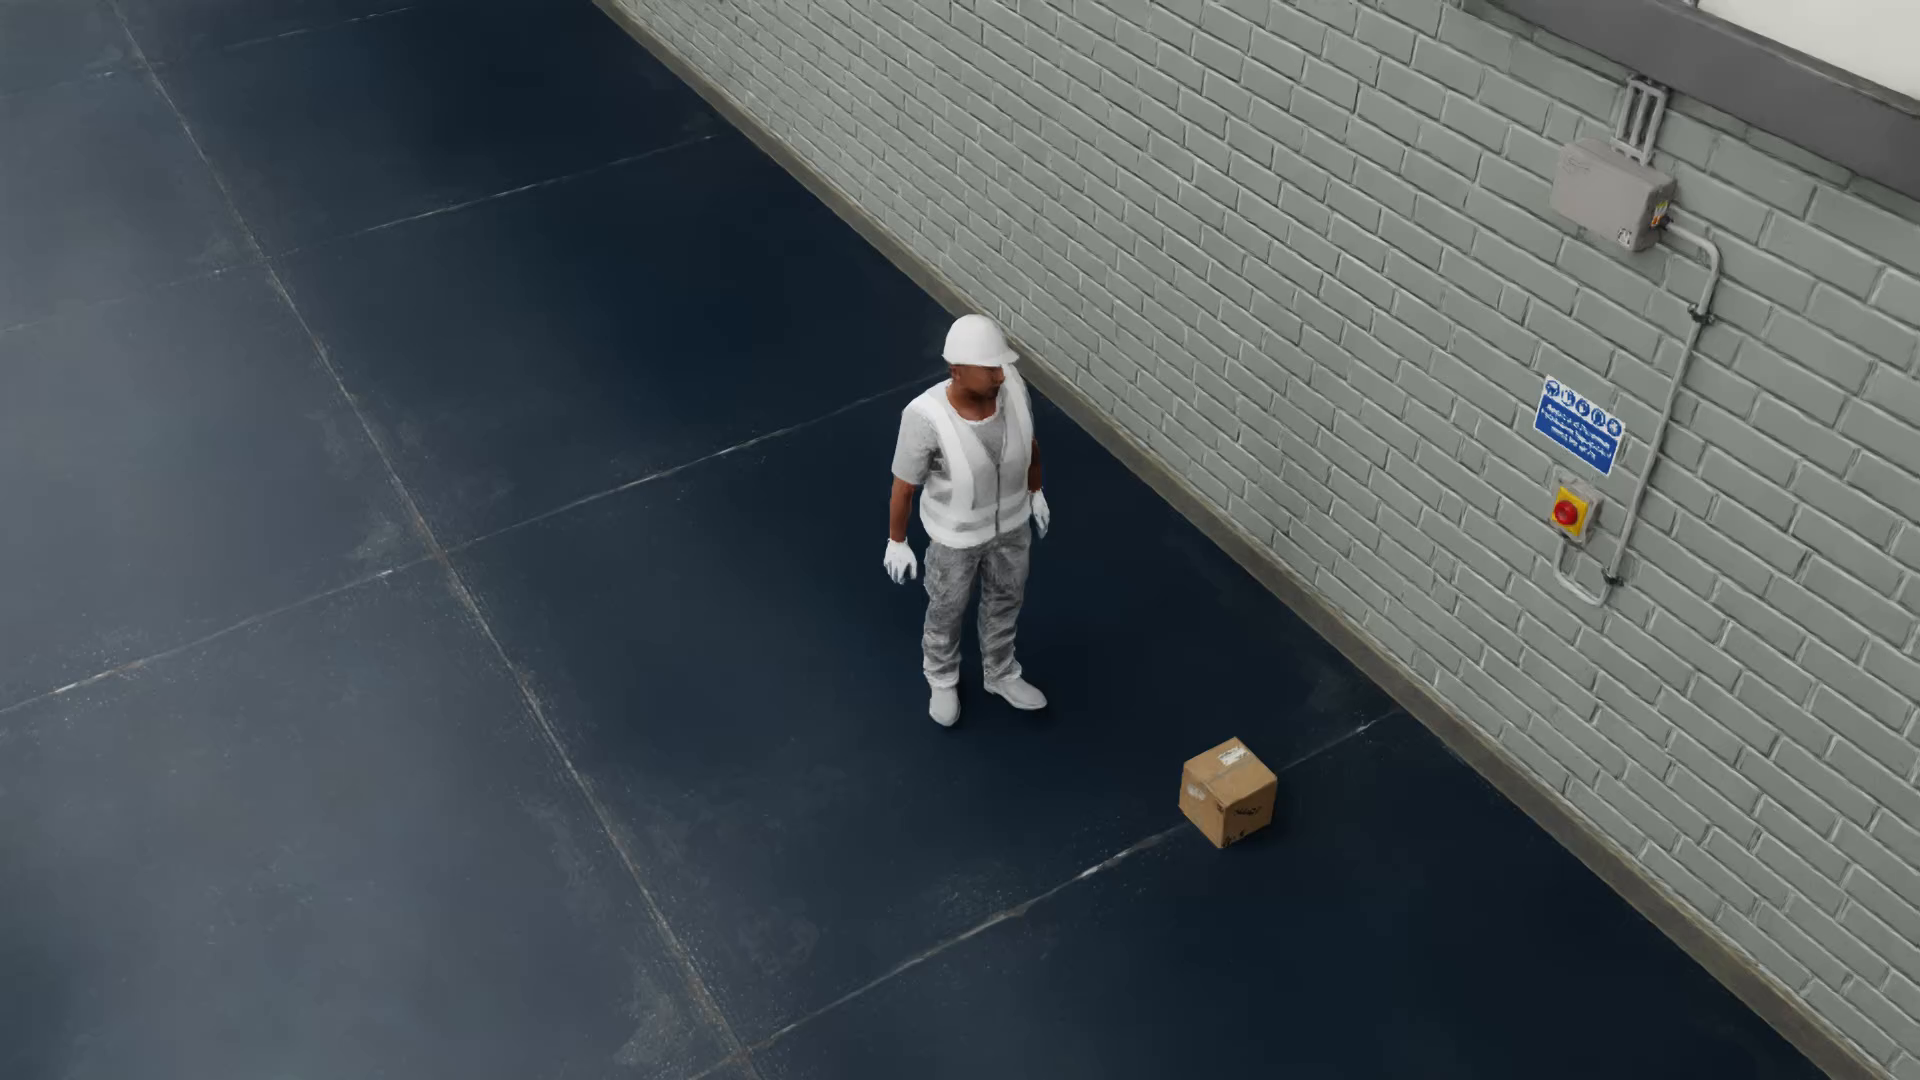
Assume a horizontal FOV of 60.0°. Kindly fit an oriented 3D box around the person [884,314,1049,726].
[{"bbox_3d":[0.061,-0.032,6.151,0.671,1.784,0.453,-22,45,-24],"label":"person"}]
